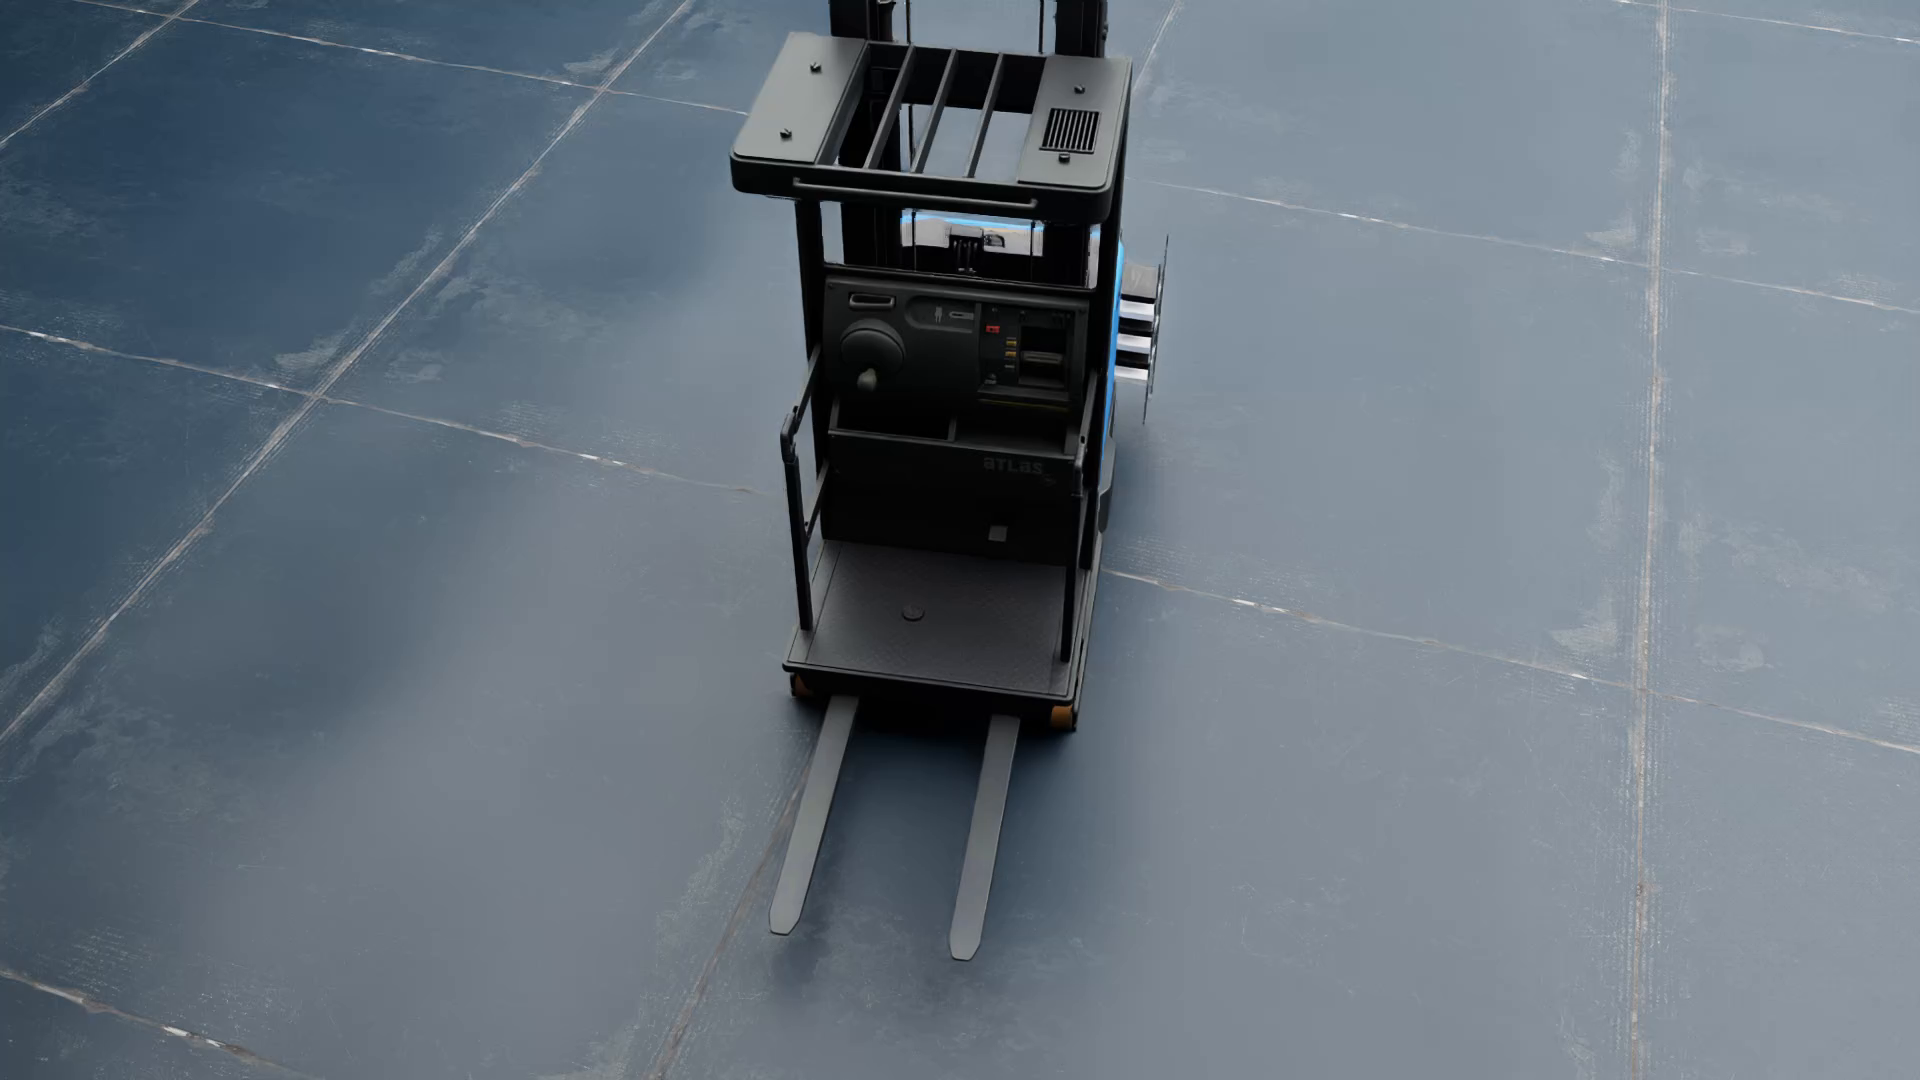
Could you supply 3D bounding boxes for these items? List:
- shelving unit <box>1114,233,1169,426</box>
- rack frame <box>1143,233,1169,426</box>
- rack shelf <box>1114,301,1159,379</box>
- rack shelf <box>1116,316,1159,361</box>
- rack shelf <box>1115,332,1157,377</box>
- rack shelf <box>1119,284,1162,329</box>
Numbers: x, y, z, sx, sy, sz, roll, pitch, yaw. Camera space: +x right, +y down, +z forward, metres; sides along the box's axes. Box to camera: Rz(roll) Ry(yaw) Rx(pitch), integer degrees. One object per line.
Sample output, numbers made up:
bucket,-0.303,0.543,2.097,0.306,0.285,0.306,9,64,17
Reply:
shelving unit,0.779,-0.948,7.474,0.208,0.900,0.258,10,45,10
rack frame,0.877,-0.931,7.457,0.006,0.900,0.240,10,45,10
rack shelf,0.778,-0.912,7.509,0.190,0.281,0.221,10,45,10
rack shelf,0.778,-0.924,7.497,0.200,0.077,0.258,10,45,10
rack shelf,0.778,-0.860,7.560,0.200,0.077,0.258,10,45,10
rack shelf,0.778,-1.053,7.372,0.200,0.077,0.258,10,45,10
